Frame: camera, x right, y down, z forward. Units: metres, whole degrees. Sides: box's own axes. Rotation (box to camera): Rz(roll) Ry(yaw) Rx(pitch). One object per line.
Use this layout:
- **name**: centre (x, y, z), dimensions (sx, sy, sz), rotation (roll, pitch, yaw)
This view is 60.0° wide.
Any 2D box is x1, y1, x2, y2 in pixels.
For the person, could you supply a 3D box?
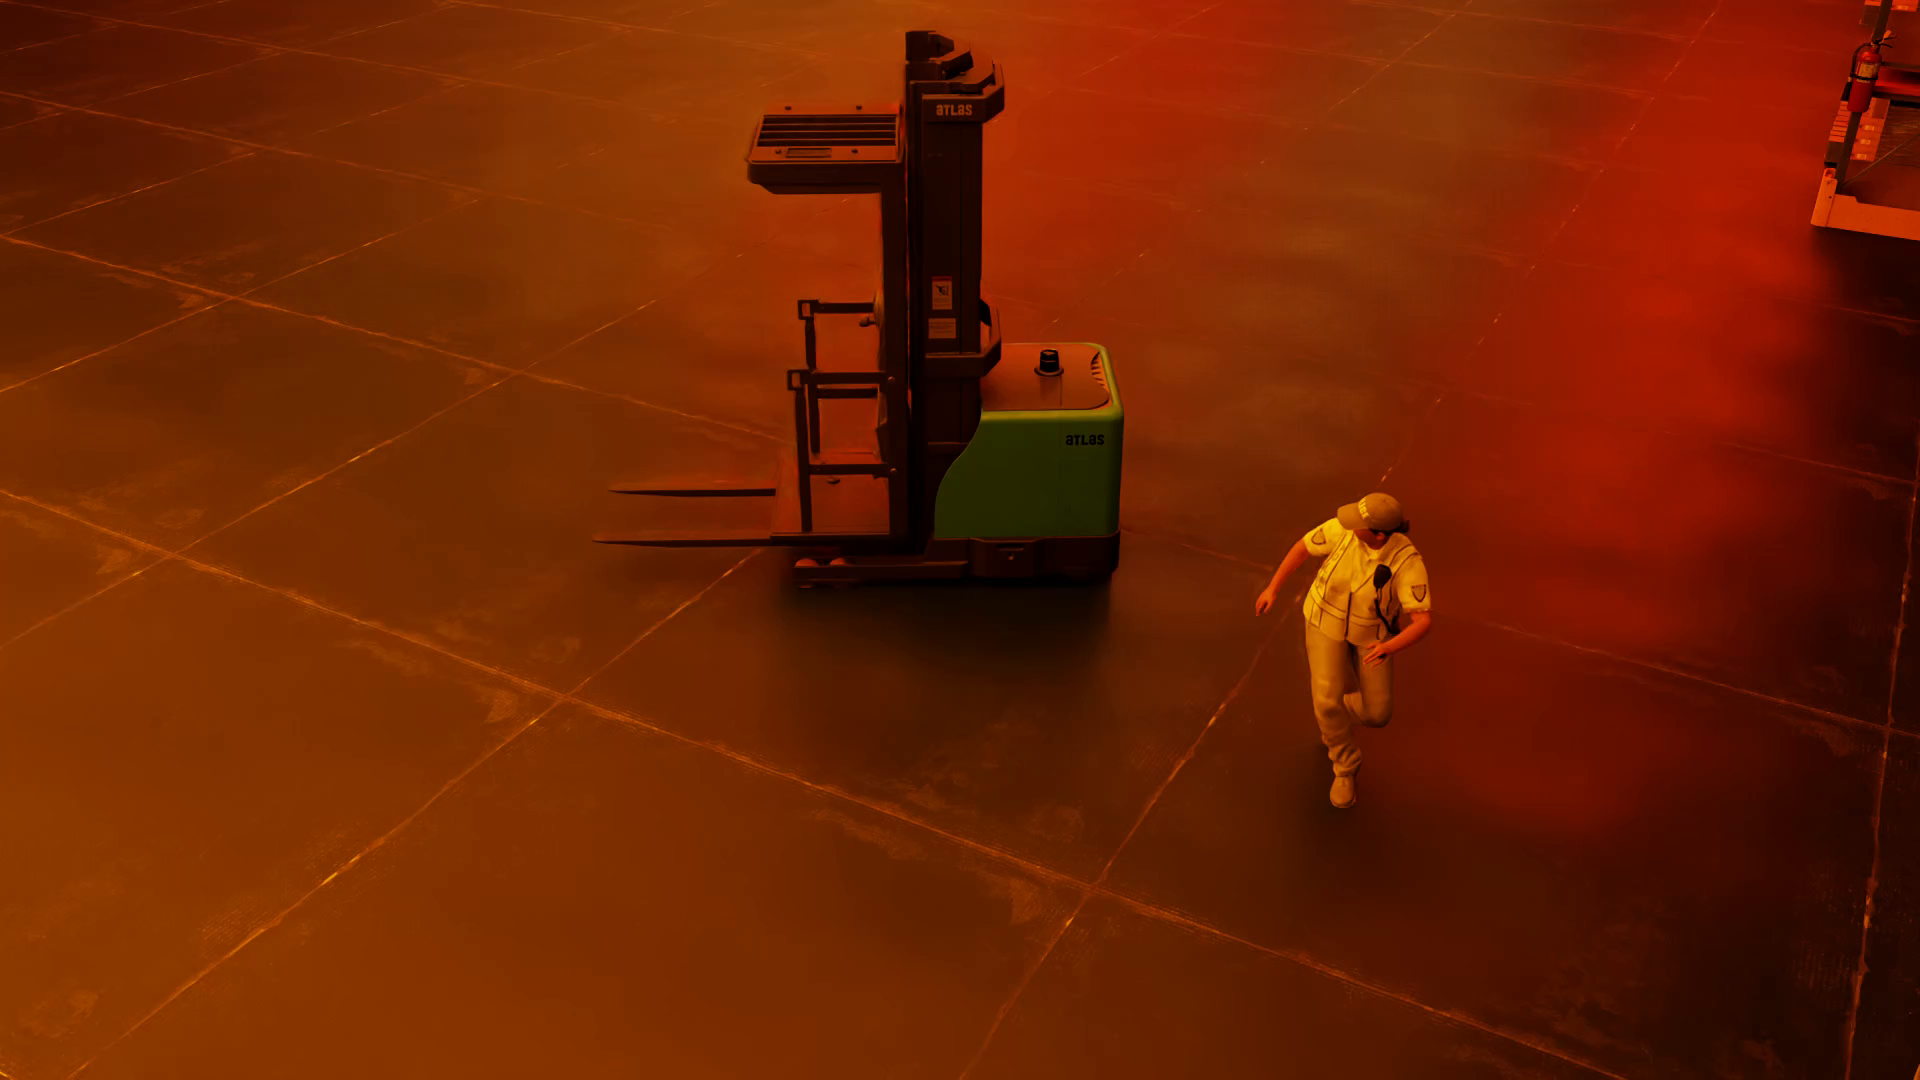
- **person**: centre (1.750, 0.453, 7.707), dimensions (0.803, 1.541, 0.808), rotation (8, 31, 13)

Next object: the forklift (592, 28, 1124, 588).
- **forklift**: centre (-0.610, -1.261, 9.256), dimensions (3.031, 2.935, 1.130), rotation (-1, 30, -1)
